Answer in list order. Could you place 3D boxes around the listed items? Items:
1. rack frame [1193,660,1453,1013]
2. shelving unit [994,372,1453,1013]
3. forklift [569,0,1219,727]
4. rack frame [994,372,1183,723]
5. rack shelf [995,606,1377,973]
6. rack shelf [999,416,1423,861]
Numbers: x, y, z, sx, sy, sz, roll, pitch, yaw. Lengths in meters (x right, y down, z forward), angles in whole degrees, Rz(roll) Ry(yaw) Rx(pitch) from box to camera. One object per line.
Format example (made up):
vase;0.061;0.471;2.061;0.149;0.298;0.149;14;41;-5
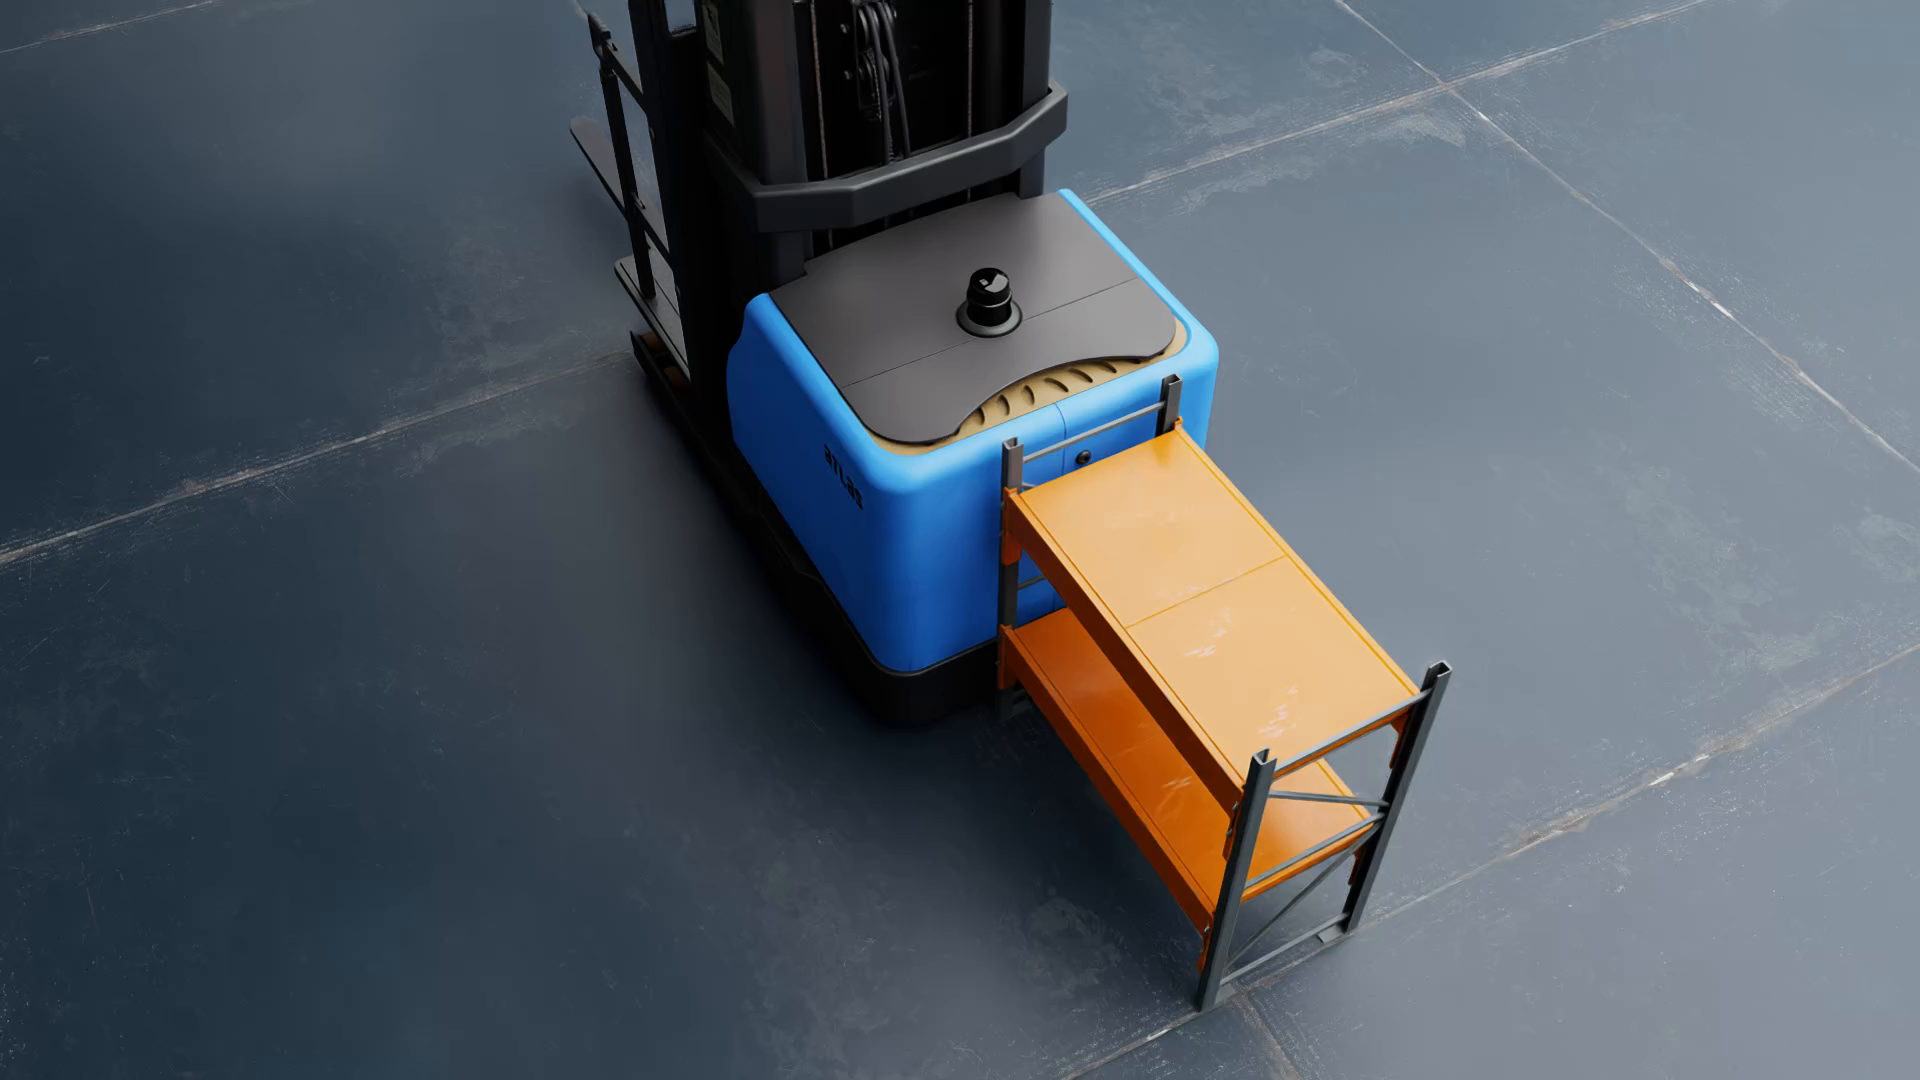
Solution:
rack frame;0.818;0.725;3.869;0.500;1.125;0.032;-23;53;-19
shelving unit;0.572;0.390;4.161;0.538;1.125;1.048;-23;53;-19
forklift;-0.467;-1.549;4.658;1.130;2.935;3.031;-23;53;-19
rack frame;0.325;0.055;4.454;0.500;1.125;0.032;-23;53;-19
rack shelf;0.572;0.551;4.346;0.538;0.278;1.000;-23;53;-19
rack shelf;0.572;0.197;3.941;0.538;0.278;1.000;-23;53;-19
